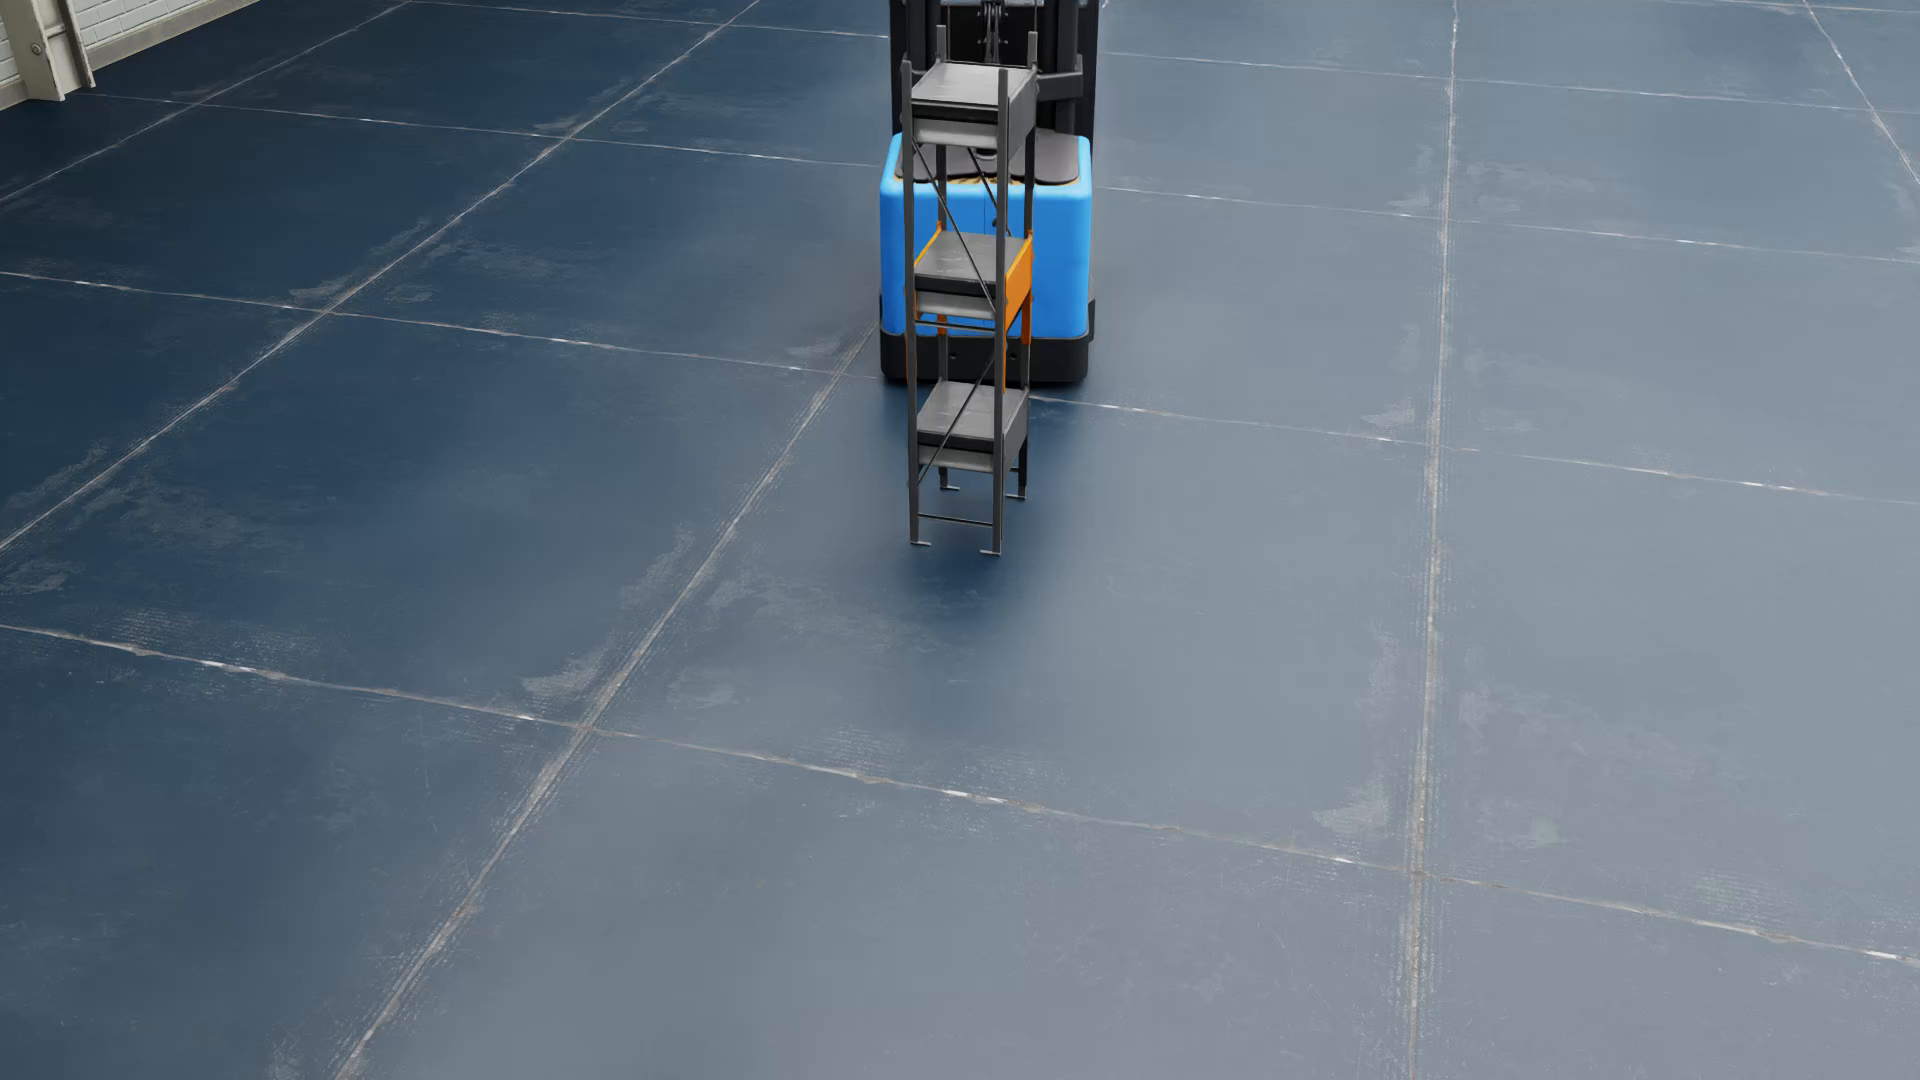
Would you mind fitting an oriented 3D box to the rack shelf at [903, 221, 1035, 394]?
[{"bbox_3d":[0.042,-0.960,6.829,0.431,0.518,0.480,8,33,12],"label":"rack shelf"}]

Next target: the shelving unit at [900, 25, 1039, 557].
[{"bbox_3d":[0.042,-0.972,6.822,0.431,2.100,0.503,8,33,12],"label":"shelving unit"}]

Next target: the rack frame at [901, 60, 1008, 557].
[{"bbox_3d":[-0.020,-0.845,6.623,0.400,2.100,0.015,8,33,12],"label":"rack frame"}]

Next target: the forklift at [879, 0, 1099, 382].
[{"bbox_3d":[0.190,-2.792,8.910,1.130,2.935,3.031,1,32,2],"label":"forklift"}]

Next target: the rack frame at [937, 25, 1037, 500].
[{"bbox_3d":[0.104,-1.099,7.021,0.400,2.100,0.015,8,33,12],"label":"rack frame"}]

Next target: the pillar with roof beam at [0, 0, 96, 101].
[{"bbox_3d":[-2.640,-6.606,9.254,9.100,9.000,0.400,8,33,12],"label":"pillar with roof beam"}]

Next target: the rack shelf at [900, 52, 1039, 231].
[{"bbox_3d":[0.042,-1.551,6.454,0.431,0.518,0.480,8,33,12],"label":"rack shelf"}]

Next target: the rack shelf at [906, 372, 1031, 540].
[{"bbox_3d":[0.042,-0.370,7.205,0.431,0.518,0.480,8,33,12],"label":"rack shelf"}]
